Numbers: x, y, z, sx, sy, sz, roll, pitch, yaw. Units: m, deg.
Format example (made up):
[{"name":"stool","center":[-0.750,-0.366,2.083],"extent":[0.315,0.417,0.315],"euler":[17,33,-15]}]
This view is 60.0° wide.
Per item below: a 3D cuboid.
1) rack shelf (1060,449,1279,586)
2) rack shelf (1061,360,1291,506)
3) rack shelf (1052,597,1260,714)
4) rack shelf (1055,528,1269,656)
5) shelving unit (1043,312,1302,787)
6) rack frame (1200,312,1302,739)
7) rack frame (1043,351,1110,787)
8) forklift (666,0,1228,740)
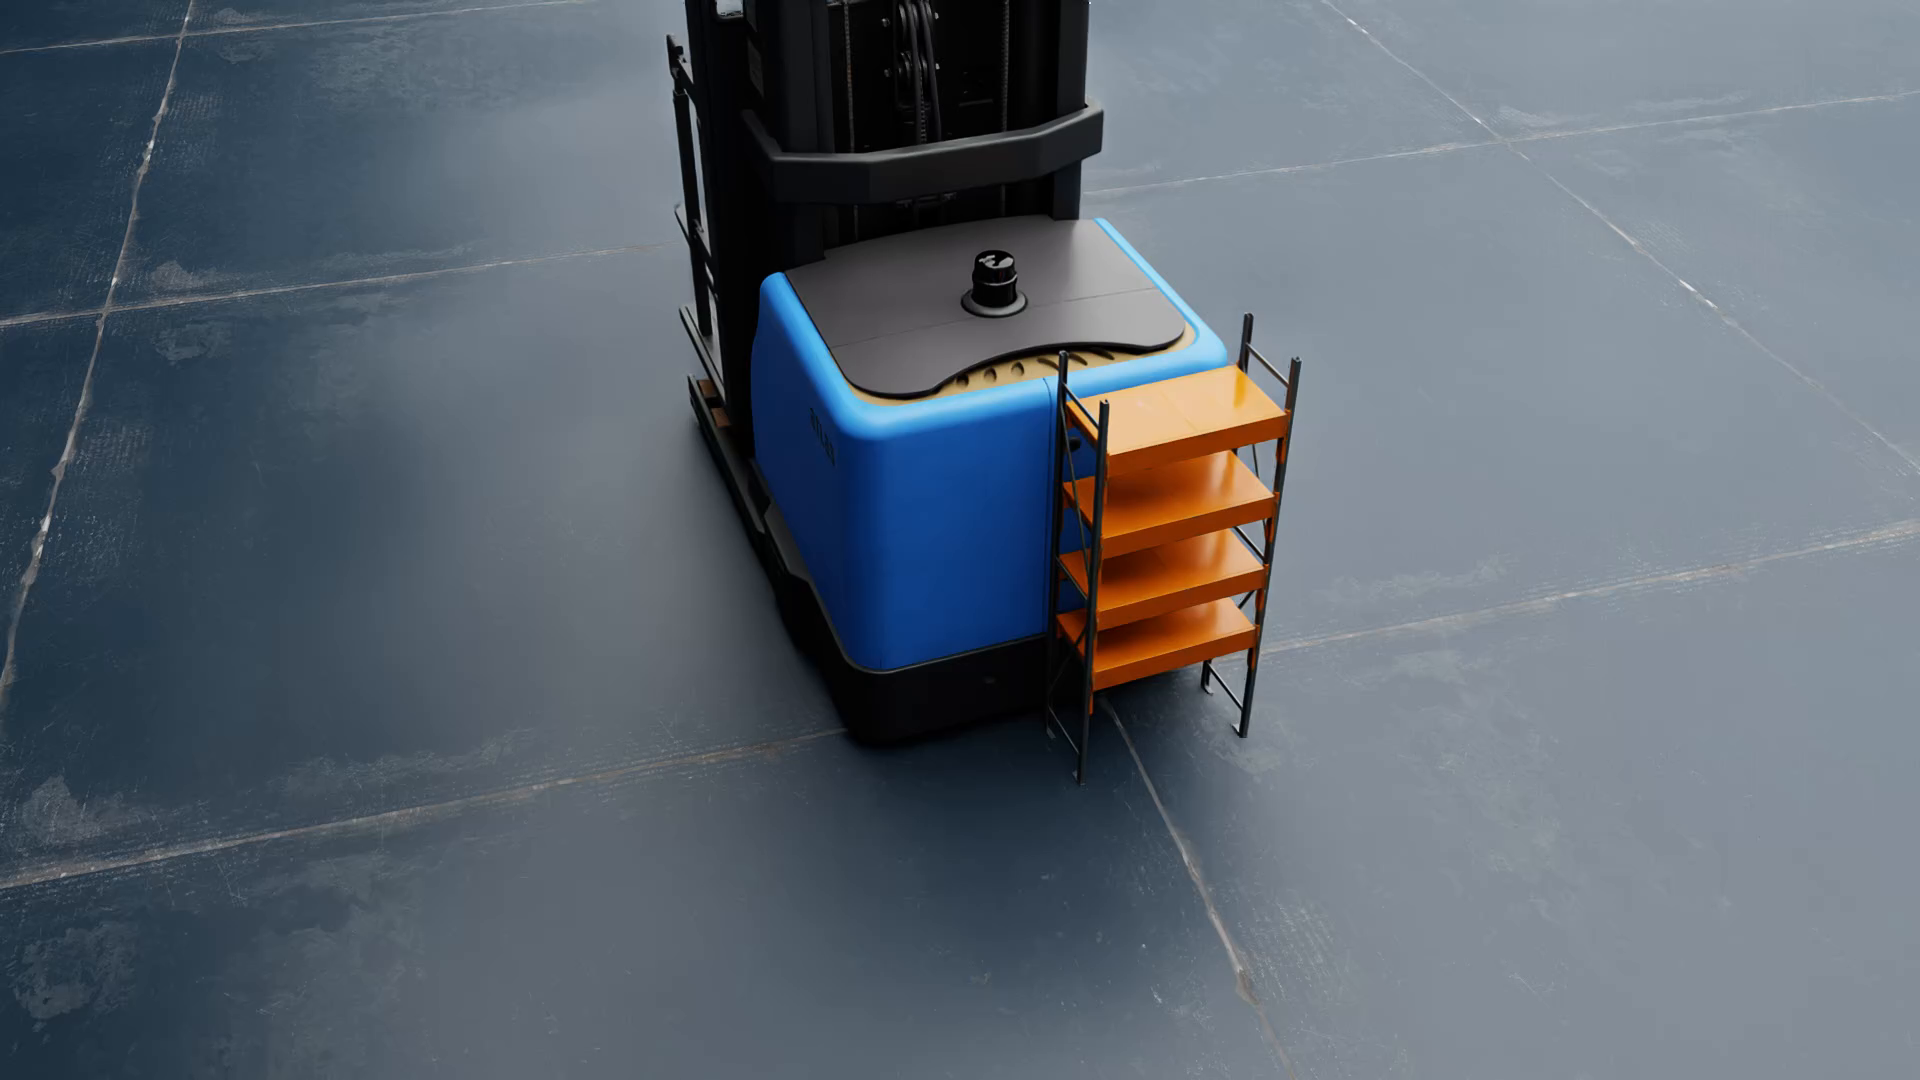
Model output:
[{"name":"rack shelf","center":[0.507,-0.072,4.099],"extent":[0.480,0.148,0.258],"euler":[-14,39,-17]},{"name":"rack shelf","center":[0.507,-0.260,3.955],"extent":[0.480,0.148,0.258],"euler":[-14,39,-17]},{"name":"rack shelf","center":[0.507,0.264,4.356],"extent":[0.480,0.148,0.258],"euler":[-14,39,-17]},{"name":"rack shelf","center":[0.507,0.106,4.235],"extent":[0.480,0.148,0.258],"euler":[-14,39,-17]},{"name":"shelving unit","center":[0.507,0.052,4.194],"extent":[0.503,1.200,0.258],"euler":[-14,39,-17]},{"name":"rack frame","center":[0.733,-0.002,4.266],"extent":[0.015,1.200,0.240],"euler":[-14,39,-17]},{"name":"rack frame","center":[0.280,0.107,4.122],"extent":[0.015,1.200,0.240],"euler":[-14,39,-17]},{"name":"forklift","center":[-0.295,-1.527,4.834],"extent":[1.130,2.935,3.031],"euler":[-12,39,-16]}]
